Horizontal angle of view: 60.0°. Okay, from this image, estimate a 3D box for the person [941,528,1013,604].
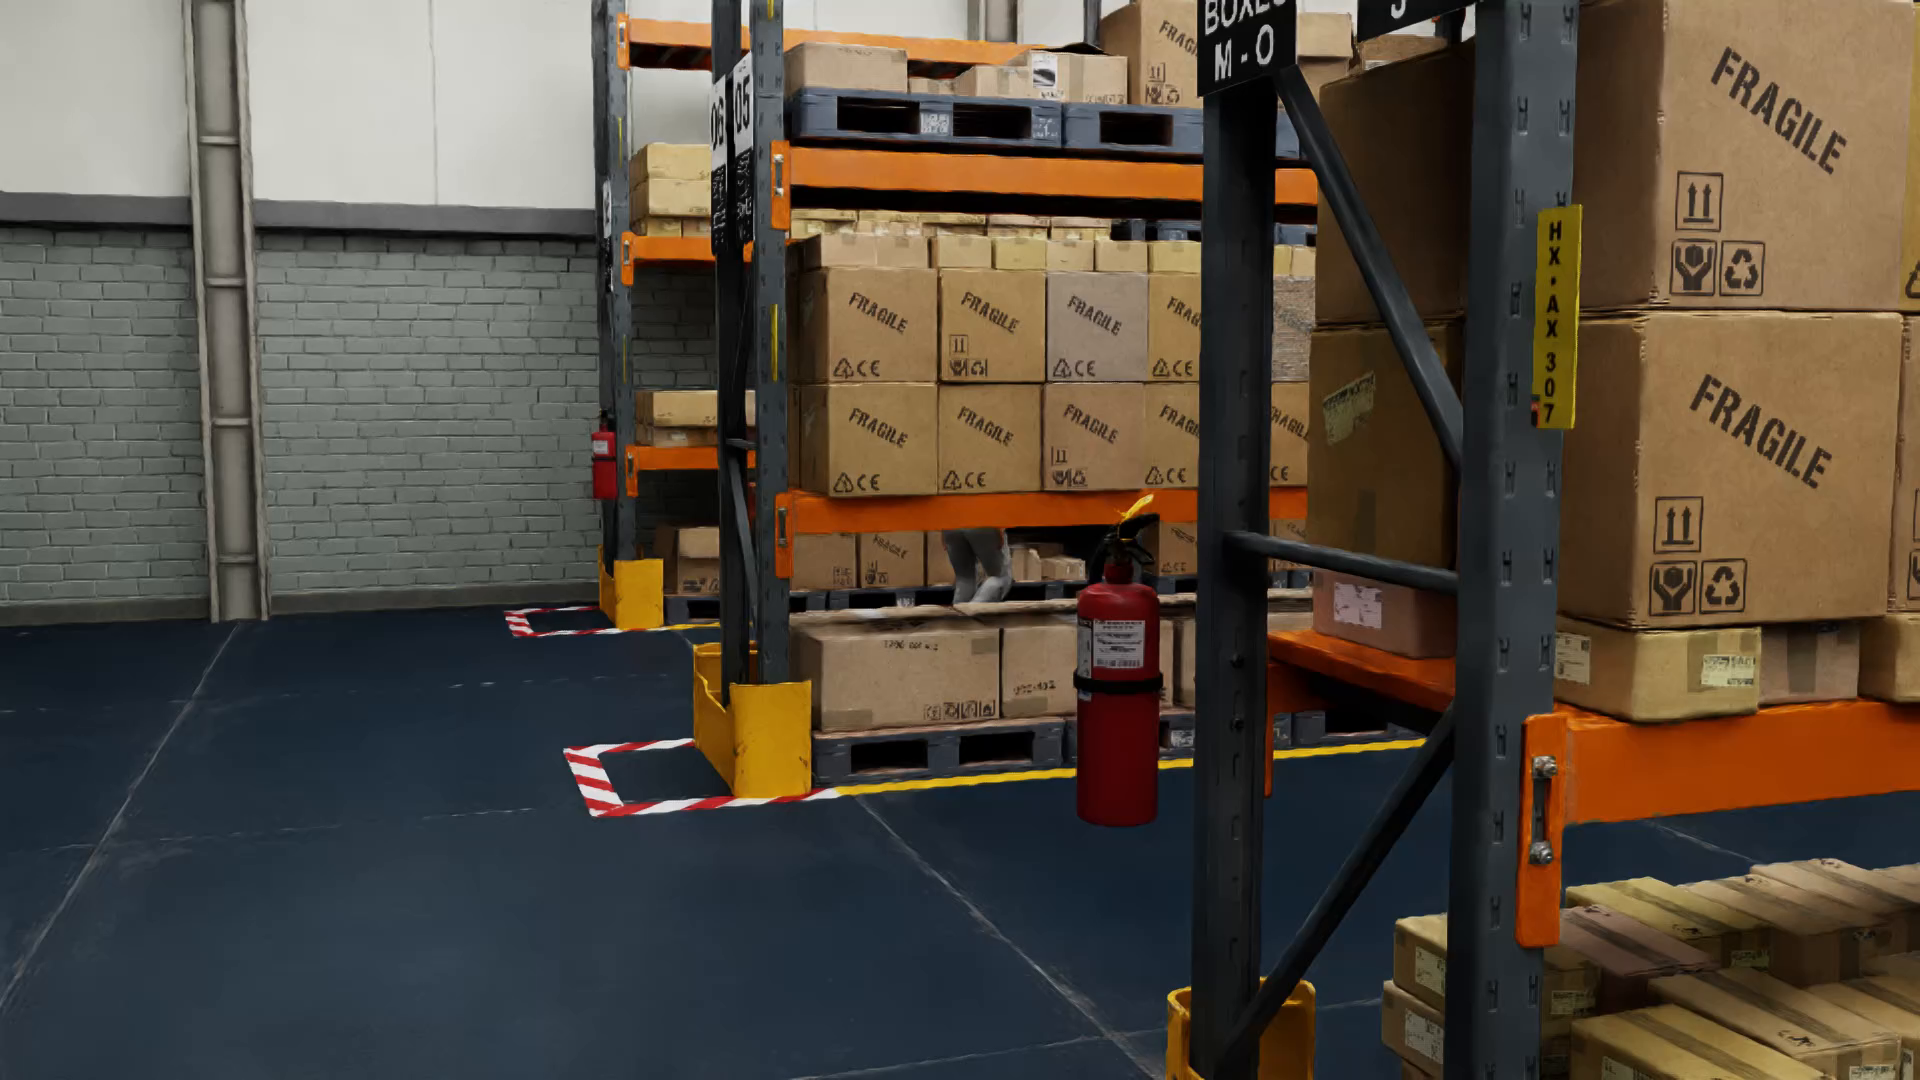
[{"bbox_3d":[0.079,-0.083,10.875,0.556,1.655,0.576,4,7,36],"label":"person"}]
